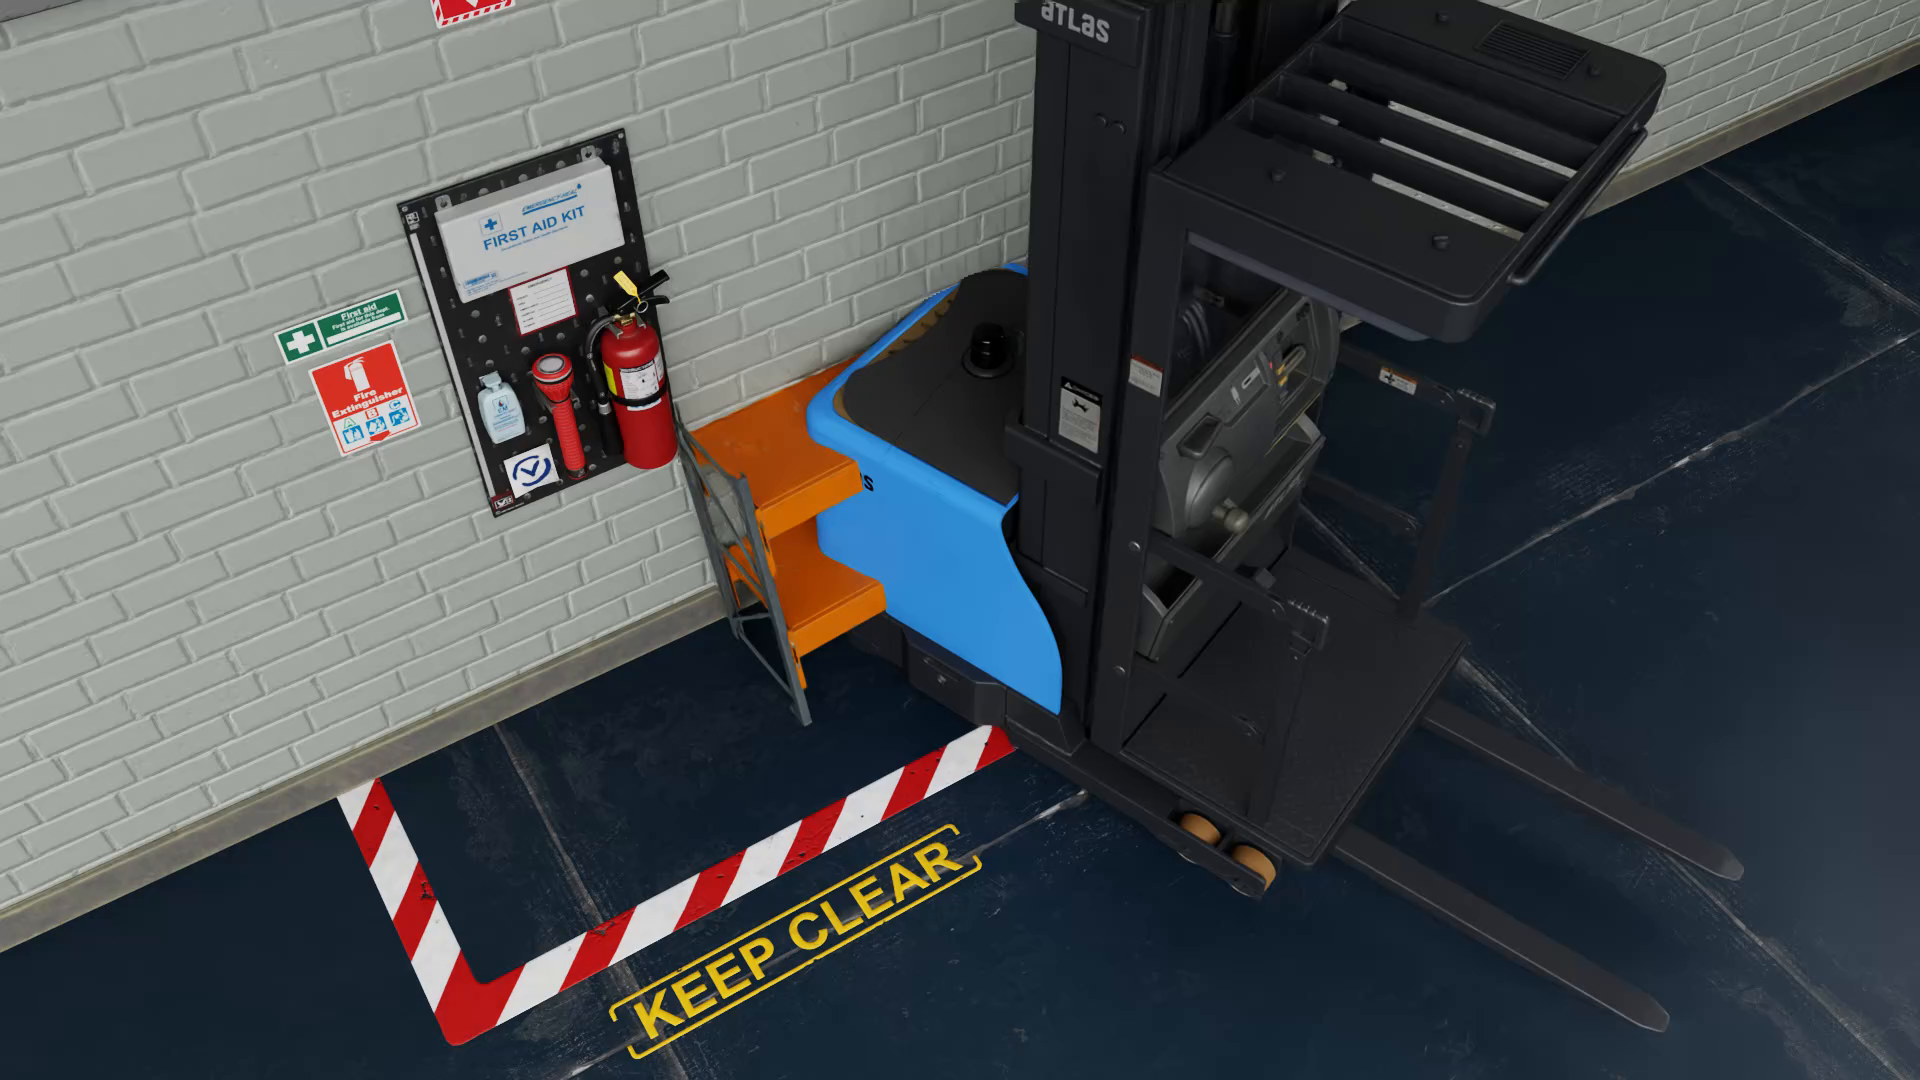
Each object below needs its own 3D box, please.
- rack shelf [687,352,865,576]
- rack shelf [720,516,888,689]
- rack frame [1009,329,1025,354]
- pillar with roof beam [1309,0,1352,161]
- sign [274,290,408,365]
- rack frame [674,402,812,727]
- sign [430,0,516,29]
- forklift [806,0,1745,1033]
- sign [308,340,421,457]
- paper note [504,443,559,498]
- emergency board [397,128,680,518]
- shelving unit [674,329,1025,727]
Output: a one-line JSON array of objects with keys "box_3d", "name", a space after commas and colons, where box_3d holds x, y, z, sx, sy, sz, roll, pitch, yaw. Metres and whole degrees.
[{"box_3d": [-0.334, -0.348, 5.426, 1.000, 0.278, 0.538, -29, 47, -20], "name": "rack shelf"}, {"box_3d": [-0.275, 0.039, 5.794, 1.000, 0.278, 0.538, -29, 47, -20], "name": "rack shelf"}, {"box_3d": [0.115, -0.369, 5.802, 0.032, 1.125, 0.500, -29, 47, -20], "name": "rack frame"}, {"box_3d": [3.302, -0.766, 0.906, 0.400, 9.000, 9.100, -25, 53, -21], "name": "pillar with roof beam"}, {"box_3d": [-1.619, -0.558, 4.360, 0.331, 0.109, 0.001, -25, 53, -21], "name": "sign"}, {"box_3d": [-0.719, 0.094, 5.452, 0.032, 1.125, 0.500, -29, 47, -20], "name": "rack frame"}, {"box_3d": [-1.165, -1.360, 3.900, 0.199, 0.298, 0.001, -25, 53, -21], "name": "sign"}, {"box_3d": [0.981, -0.308, 4.562, 3.031, 2.935, 1.130, 29, 55, 24], "name": "forklift"}, {"box_3d": [-1.628, -0.386, 4.561, 0.234, 0.329, 0.001, -25, 53, -21], "name": "sign"}, {"box_3d": [-1.292, -0.209, 5.018, 0.142, 0.148, 0.016, -25, 53, -21], "name": "paper note"}, {"box_3d": [-1.105, -0.529, 4.713, 0.643, 1.169, 0.194, -25, 53, -21], "name": "emergency board"}, {"box_3d": [-0.302, -0.137, 5.627, 1.048, 1.125, 0.538, -29, 47, -20], "name": "shelving unit"}]
